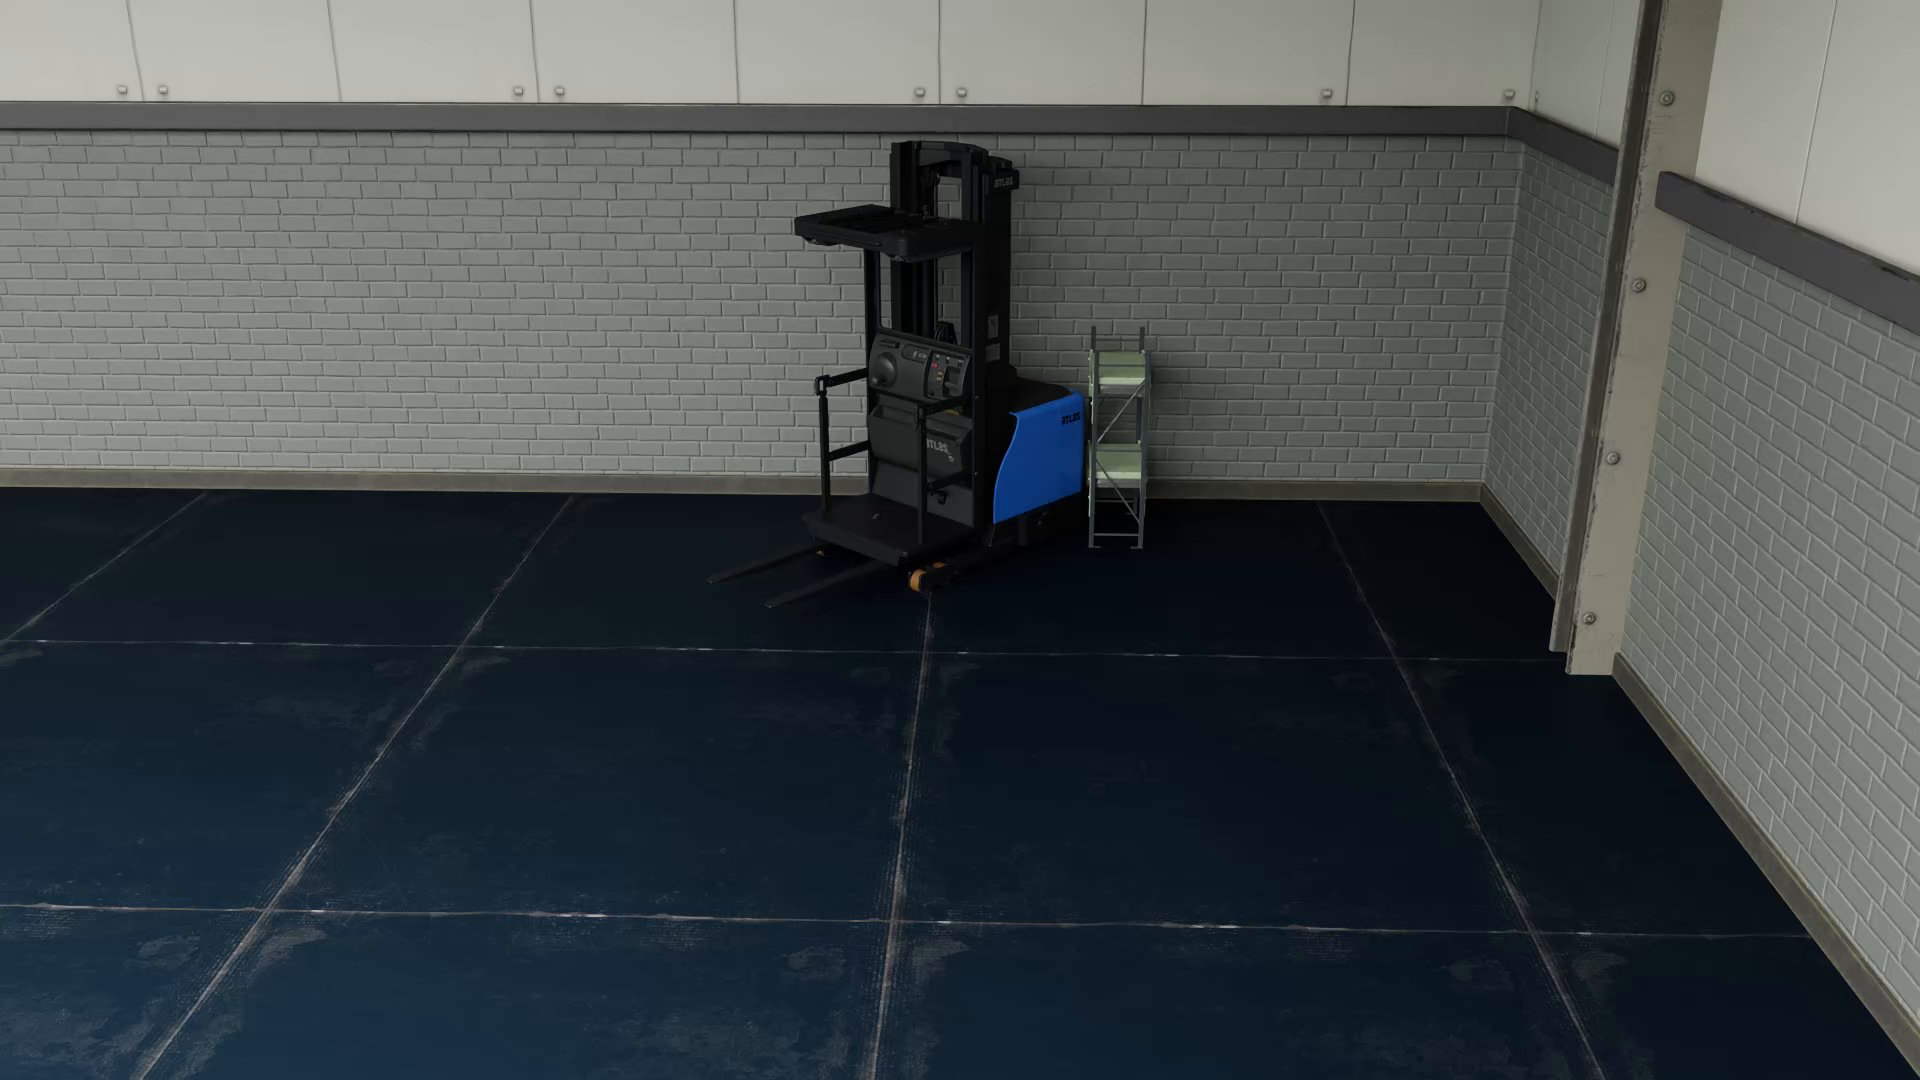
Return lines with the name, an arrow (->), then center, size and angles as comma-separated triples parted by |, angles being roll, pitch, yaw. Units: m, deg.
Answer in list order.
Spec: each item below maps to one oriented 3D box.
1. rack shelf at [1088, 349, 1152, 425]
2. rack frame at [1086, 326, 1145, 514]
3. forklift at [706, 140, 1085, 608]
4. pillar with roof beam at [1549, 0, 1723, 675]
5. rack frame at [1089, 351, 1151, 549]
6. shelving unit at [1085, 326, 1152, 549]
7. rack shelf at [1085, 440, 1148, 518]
rack shelf -> 1.175, -1.139, 12.312 | 0.431, 0.370, 0.720 | 1, 21, 2
rack frame -> 1.190, -0.907, 12.794 | 0.400, 1.500, 0.023 | 1, 21, 2
forklift -> -0.432, -1.202, 11.575 | 1.130, 2.935, 3.031 | 19, 28, 40
pillar with roof beam -> -0.353, -3.475, 9.046 | 9.100, 9.000, 0.400 | 1, 21, 2
rack frame -> 1.159, -0.643, 12.113 | 0.400, 1.500, 0.023 | 1, 21, 2
shelving unit -> 1.175, -0.775, 12.453 | 0.431, 1.500, 0.755 | 1, 21, 2
rack shelf -> 1.175, -0.471, 12.571 | 0.431, 0.370, 0.720 | 1, 21, 2
